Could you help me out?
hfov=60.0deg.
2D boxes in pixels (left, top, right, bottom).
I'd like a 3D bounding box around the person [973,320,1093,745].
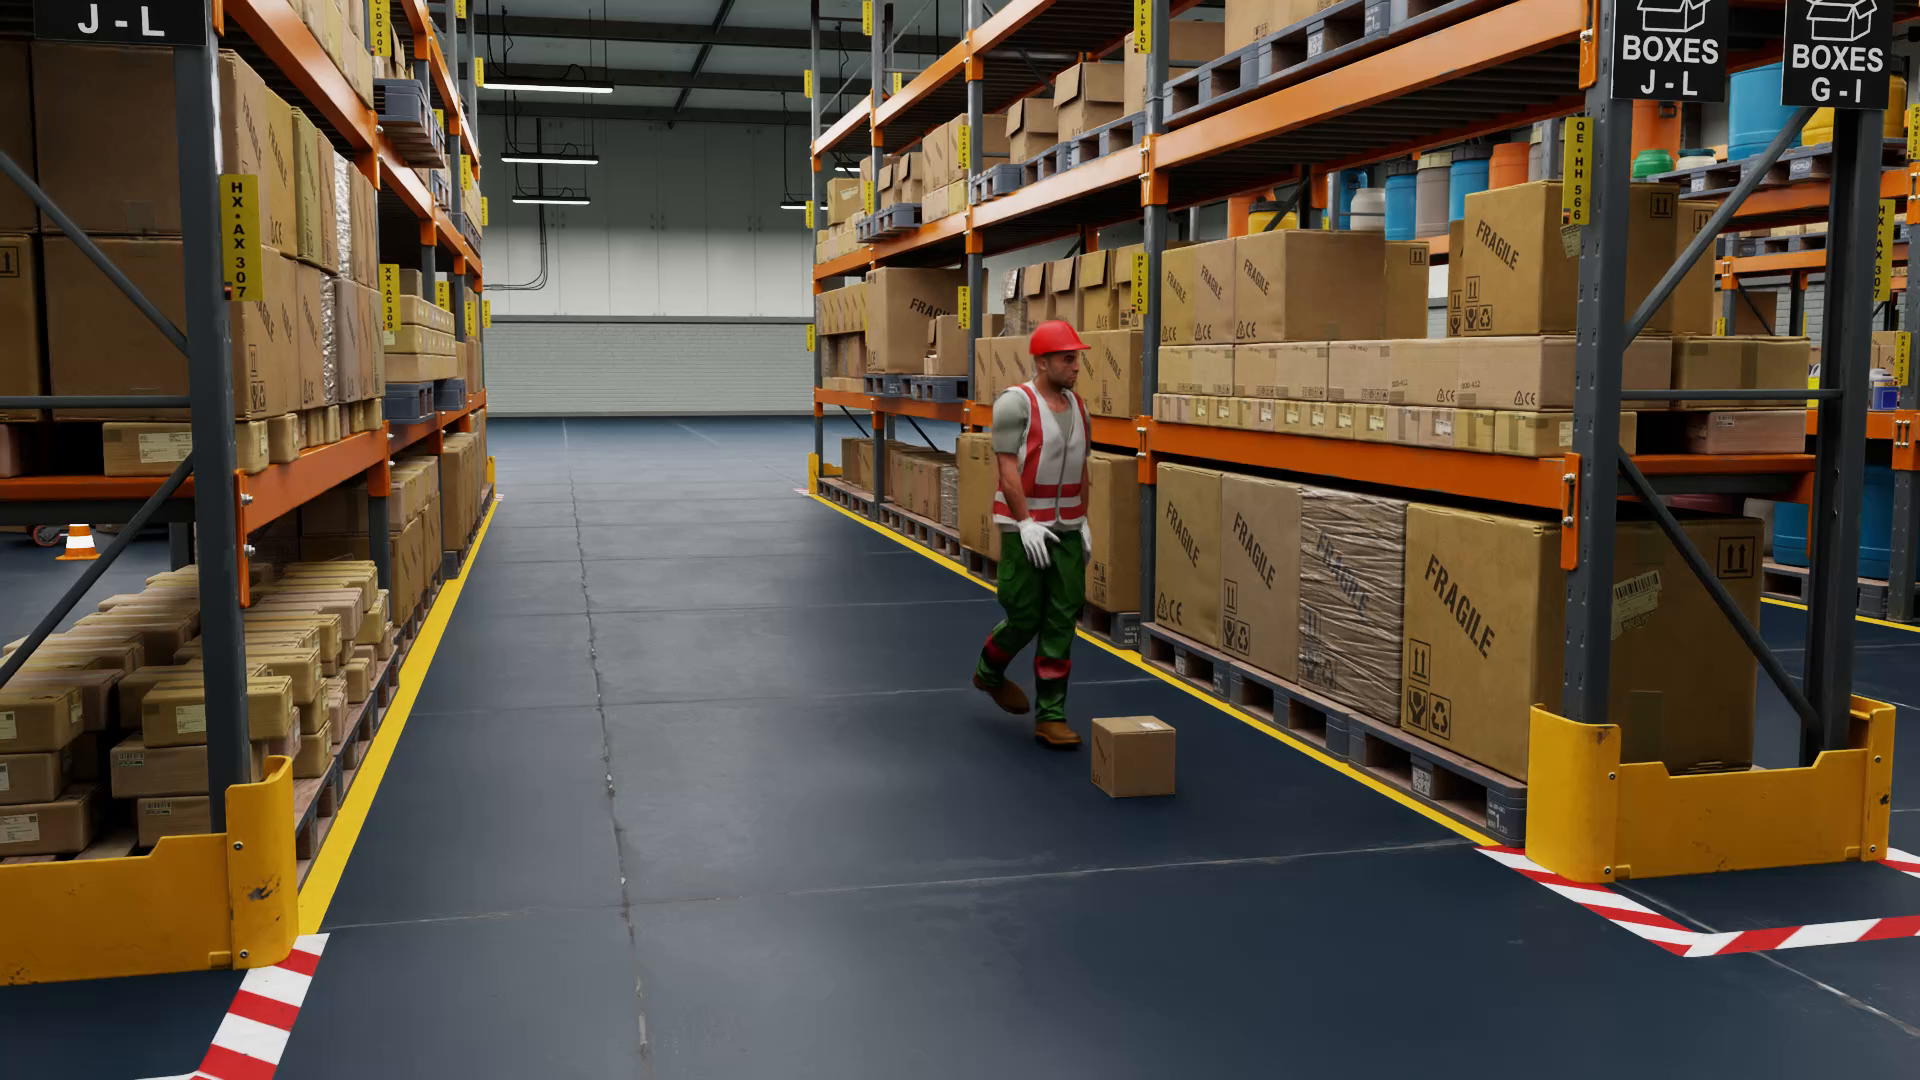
[{"bbox_3d":[2.401,-0.656,12.955,10.024,1.784,8.701,-4,7,-30],"label":"person"}]
